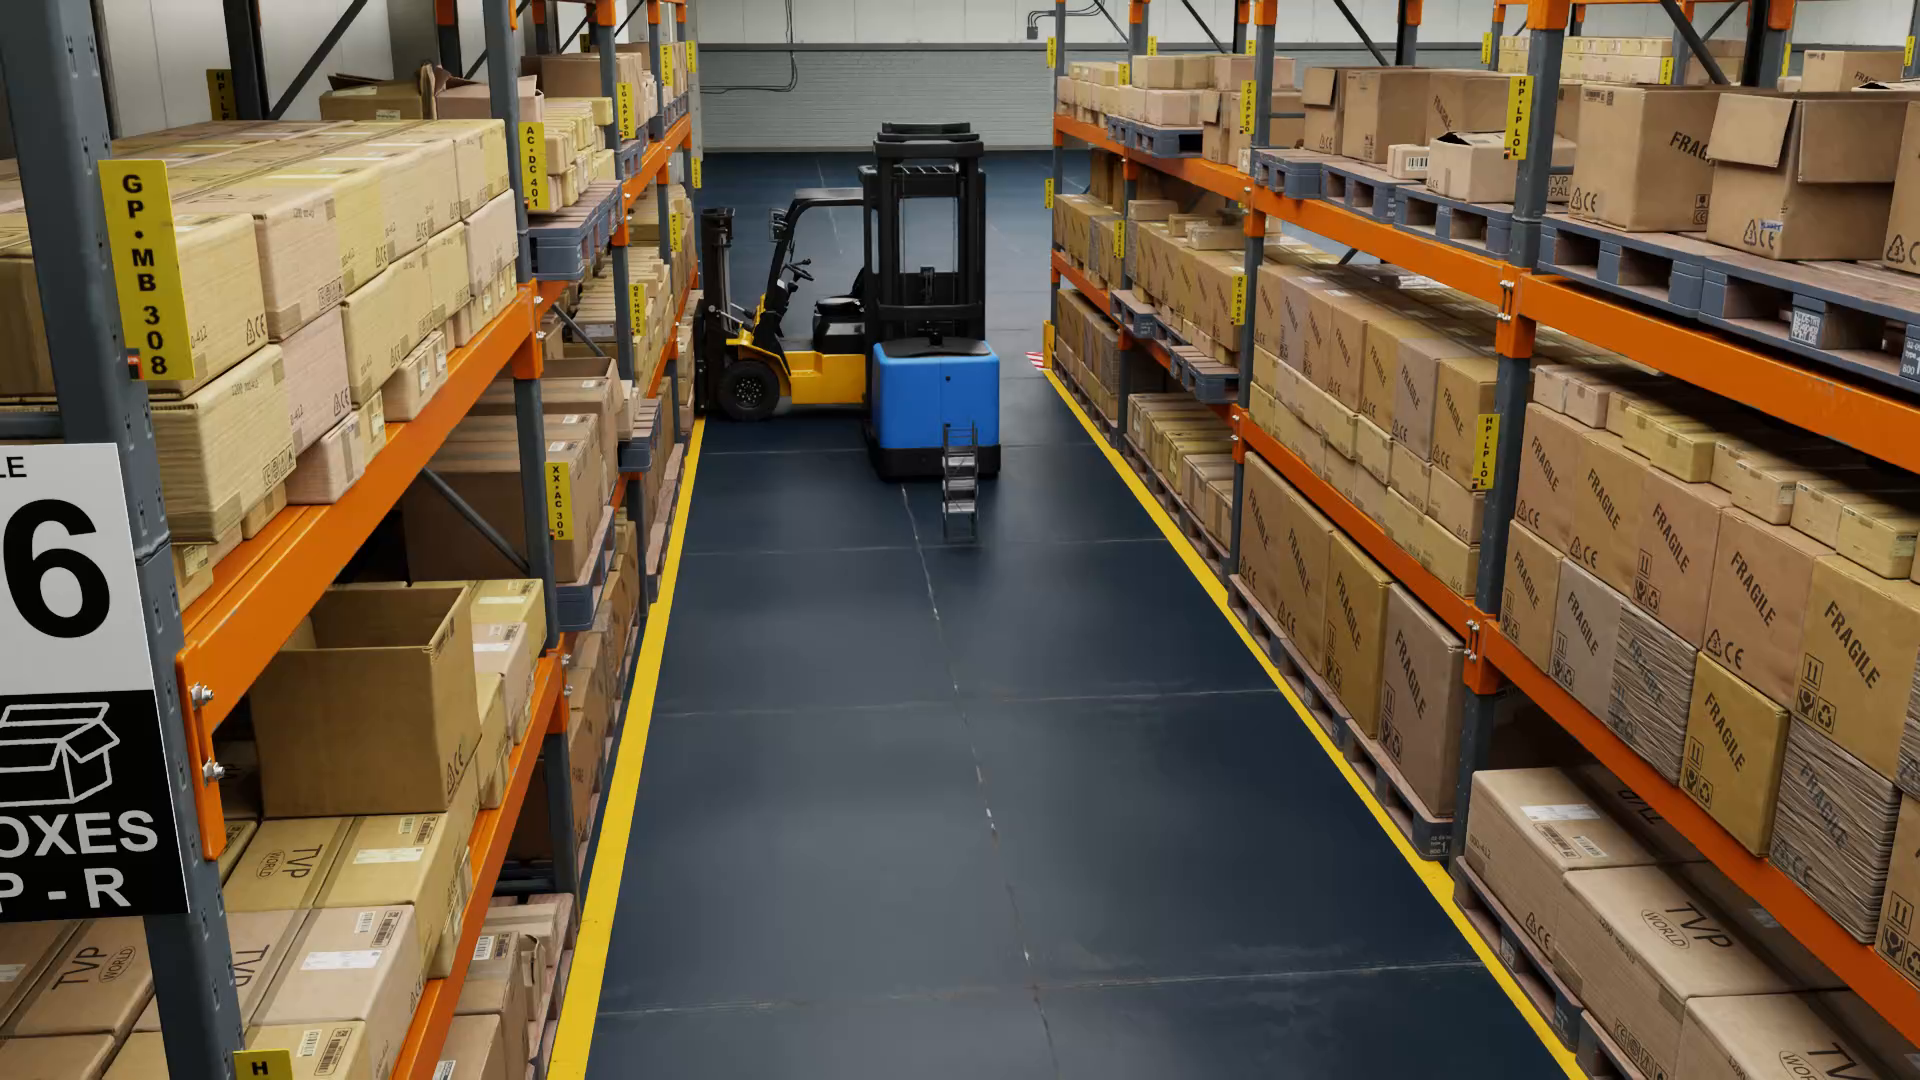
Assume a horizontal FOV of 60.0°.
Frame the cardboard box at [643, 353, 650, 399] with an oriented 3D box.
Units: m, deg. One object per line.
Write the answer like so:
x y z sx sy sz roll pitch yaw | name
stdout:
-2.425 -1.135 11.534 0.500 0.250 0.500 -2 18 -7 | cardboard box

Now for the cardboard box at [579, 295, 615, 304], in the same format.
-2.436 -1.610 11.549 0.380 0.149 0.250 -2 17 -5 | cardboard box

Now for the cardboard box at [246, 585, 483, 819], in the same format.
-1.684 0.448 4.743 0.500 0.500 0.500 -1 17 -4 | cardboard box

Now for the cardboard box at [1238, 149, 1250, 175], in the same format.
2.086 -2.543 11.182 0.380 0.149 0.250 -2 18 -6 | cardboard box

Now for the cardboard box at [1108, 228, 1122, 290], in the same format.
1.656 -2.577 15.214 0.500 0.500 0.500 -2 18 -7 | cardboard box

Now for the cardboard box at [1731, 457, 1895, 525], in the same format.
2.687 -0.157 5.250 0.380 0.149 0.250 -2 18 -5 | cardboard box

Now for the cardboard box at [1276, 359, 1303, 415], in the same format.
2.220 -0.925 10.032 0.500 0.250 0.500 -1 17 -4 | cardboard box

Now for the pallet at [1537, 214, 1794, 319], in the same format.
2.848 -1.024 6.071 1.003 0.211 1.213 -2 18 -6 | pallet

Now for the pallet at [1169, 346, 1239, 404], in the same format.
2.182 -1.188 11.775 1.213 0.211 1.003 -2 18 -6 | pallet

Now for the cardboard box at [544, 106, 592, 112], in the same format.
-2.140 -2.203 8.768 0.380 0.149 0.250 -2 18 -7 | cardboard box

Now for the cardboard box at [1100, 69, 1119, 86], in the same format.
1.501 -4.271 15.353 0.380 0.149 0.250 -1 17 -4 | cardboard box

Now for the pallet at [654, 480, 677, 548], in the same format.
-2.744 -0.195 12.946 1.003 0.211 1.213 -2 18 -6 | pallet

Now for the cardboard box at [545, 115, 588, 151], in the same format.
-1.959 -1.910 7.801 0.380 0.149 0.250 -2 18 -5 | cardboard box

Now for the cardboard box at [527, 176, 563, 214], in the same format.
-1.798 -1.385 6.626 0.380 0.149 0.250 -2 17 -5 | cardboard box

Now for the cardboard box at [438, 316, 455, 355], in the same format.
-1.772 -0.631 5.090 0.380 0.149 0.250 -1 17 -4 | cardboard box

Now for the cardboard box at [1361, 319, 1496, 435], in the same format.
2.385 -0.835 8.492 0.500 0.500 0.500 -1 17 -4 | cardboard box

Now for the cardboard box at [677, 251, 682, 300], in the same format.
-2.844 -2.451 15.309 0.500 0.500 0.500 -1 17 -5 | cardboard box

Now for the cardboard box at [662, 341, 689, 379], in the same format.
-2.726 -1.628 15.074 0.500 0.250 0.500 -2 18 -6 | cardboard box

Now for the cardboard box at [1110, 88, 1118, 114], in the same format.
1.635 -3.888 14.799 0.500 0.250 0.500 -2 18 -6 | cardboard box

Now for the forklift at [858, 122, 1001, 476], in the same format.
-0.346 -2.338 15.231 1.130 2.935 3.031 -2 18 -7 | forklift

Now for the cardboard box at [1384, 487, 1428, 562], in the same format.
2.426 -0.085 8.191 0.500 0.250 0.500 -2 18 -6 | cardboard box

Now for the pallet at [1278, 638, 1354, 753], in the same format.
2.490 0.859 9.587 1.003 0.211 1.213 -2 18 -6 | pallet

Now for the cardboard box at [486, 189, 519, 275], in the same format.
-1.864 -1.090 5.888 0.500 0.250 0.500 -2 18 -5 | cardboard box

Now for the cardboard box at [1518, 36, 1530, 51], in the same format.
6.219 -5.317 17.818 0.380 0.149 0.250 -2 18 -6 | cardboard box

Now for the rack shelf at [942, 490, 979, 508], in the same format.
0.001 -0.309 12.572 0.258 0.077 0.200 -2 18 -6 | rack shelf

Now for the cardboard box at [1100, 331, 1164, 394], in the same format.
1.621 -1.677 15.648 0.500 0.500 0.500 -2 18 -6 | cardboard box

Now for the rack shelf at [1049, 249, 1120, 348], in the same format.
1.743 -2.515 16.882 1.077 0.370 4.000 -2 18 -6 | rack shelf

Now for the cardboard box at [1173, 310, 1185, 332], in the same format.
1.855 -1.701 12.806 0.380 0.149 0.250 -2 18 -7 | cardboard box

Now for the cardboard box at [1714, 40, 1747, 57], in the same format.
7.163 -4.504 15.229 0.380 0.149 0.250 -2 18 -5 | cardboard box

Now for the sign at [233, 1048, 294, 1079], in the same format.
-1.211 1.037 2.920 0.100 0.325 0.005 -2 18 -6 | sign

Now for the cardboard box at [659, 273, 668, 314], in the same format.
-2.623 -1.984 13.404 0.500 0.250 0.500 -2 18 -7 | cardboard box

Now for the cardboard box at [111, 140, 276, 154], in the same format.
-2.273 -1.003 4.776 0.500 0.250 0.500 -2 18 -6 | cardboard box

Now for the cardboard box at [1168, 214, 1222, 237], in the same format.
1.860 -2.491 13.155 0.380 0.149 0.250 -1 17 -3 | cardboard box

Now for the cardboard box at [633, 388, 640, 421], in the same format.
-2.126 -0.813 9.978 0.380 0.149 0.250 -1 17 -5 | cardboard box

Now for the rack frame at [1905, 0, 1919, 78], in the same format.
11.393 -6.623 18.749 1.000 3.000 0.127 -2 18 -6 | rack frame

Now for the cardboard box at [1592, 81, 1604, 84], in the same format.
6.401 -4.406 16.248 0.380 0.149 0.250 -2 17 -5 | cardboard box

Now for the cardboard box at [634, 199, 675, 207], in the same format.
-2.990 -3.242 16.250 0.380 0.149 0.250 -2 17 -5 | cardboard box

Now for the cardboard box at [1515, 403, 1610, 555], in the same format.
2.582 -0.255 6.644 0.500 0.500 0.500 -2 18 -5 | cardboard box

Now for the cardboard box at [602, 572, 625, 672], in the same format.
-2.220 0.500 9.548 0.500 0.500 0.500 -1 17 -3 | cardboard box

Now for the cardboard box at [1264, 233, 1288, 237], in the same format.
2.324 -2.221 13.378 0.500 0.500 0.500 -1 17 -4 | cardboard box

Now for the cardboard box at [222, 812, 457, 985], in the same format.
-1.637 0.952 4.391 0.500 0.250 0.500 -2 18 -7 | cardboard box

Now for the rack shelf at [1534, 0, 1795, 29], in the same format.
2.980 -1.612 4.656 1.077 0.370 4.000 -2 18 -6 | rack shelf

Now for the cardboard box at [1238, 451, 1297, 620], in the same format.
2.350 -0.049 10.672 0.875 0.875 0.875 -2 18 -6 | cardboard box

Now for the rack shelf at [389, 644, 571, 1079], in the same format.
-1.957 1.214 5.002 1.077 0.370 4.000 -2 18 -6 | rack shelf

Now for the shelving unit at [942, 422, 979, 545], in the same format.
0.001 -0.427 12.535 0.258 0.900 0.210 -2 18 -6 | shelving unit

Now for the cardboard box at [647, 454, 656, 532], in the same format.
-2.701 -0.365 12.094 0.875 0.625 0.625 -1 17 -4 | cardboard box

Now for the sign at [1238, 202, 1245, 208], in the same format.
2.501 -2.833 14.761 0.100 0.325 0.005 -2 18 -6 | sign

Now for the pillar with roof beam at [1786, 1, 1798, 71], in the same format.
19.731 -15.705 47.679 9.100 9.000 0.400 -2 18 -6 | pillar with roof beam

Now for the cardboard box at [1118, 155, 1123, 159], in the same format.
2.006 -3.676 17.045 0.700 0.500 0.500 -2 18 -6 | cardboard box

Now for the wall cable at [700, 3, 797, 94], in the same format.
-6.308 -14.302 48.393 3.097 2.526 0.112 -2 18 -6 | wall cable

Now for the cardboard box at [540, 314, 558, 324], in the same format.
-2.810 -1.364 10.765 0.380 0.149 0.250 -1 17 -4 | cardboard box

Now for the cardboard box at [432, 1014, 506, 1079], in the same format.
-1.724 1.858 5.224 0.500 0.500 0.500 -1 17 -5 | cardboard box

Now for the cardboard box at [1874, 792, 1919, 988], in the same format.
2.837 0.979 4.383 0.500 0.500 0.500 -2 18 -7 | cardboard box

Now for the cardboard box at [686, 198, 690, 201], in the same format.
-3.086 -3.563 17.767 0.380 0.149 0.250 -2 17 -5 | cardboard box

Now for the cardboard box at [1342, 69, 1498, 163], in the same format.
2.653 -2.461 9.633 0.700 0.500 0.500 -3 18 -8 | cardboard box

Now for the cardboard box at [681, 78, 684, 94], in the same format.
-3.013 -4.622 16.935 0.380 0.149 0.250 -2 18 -7 | cardboard box
